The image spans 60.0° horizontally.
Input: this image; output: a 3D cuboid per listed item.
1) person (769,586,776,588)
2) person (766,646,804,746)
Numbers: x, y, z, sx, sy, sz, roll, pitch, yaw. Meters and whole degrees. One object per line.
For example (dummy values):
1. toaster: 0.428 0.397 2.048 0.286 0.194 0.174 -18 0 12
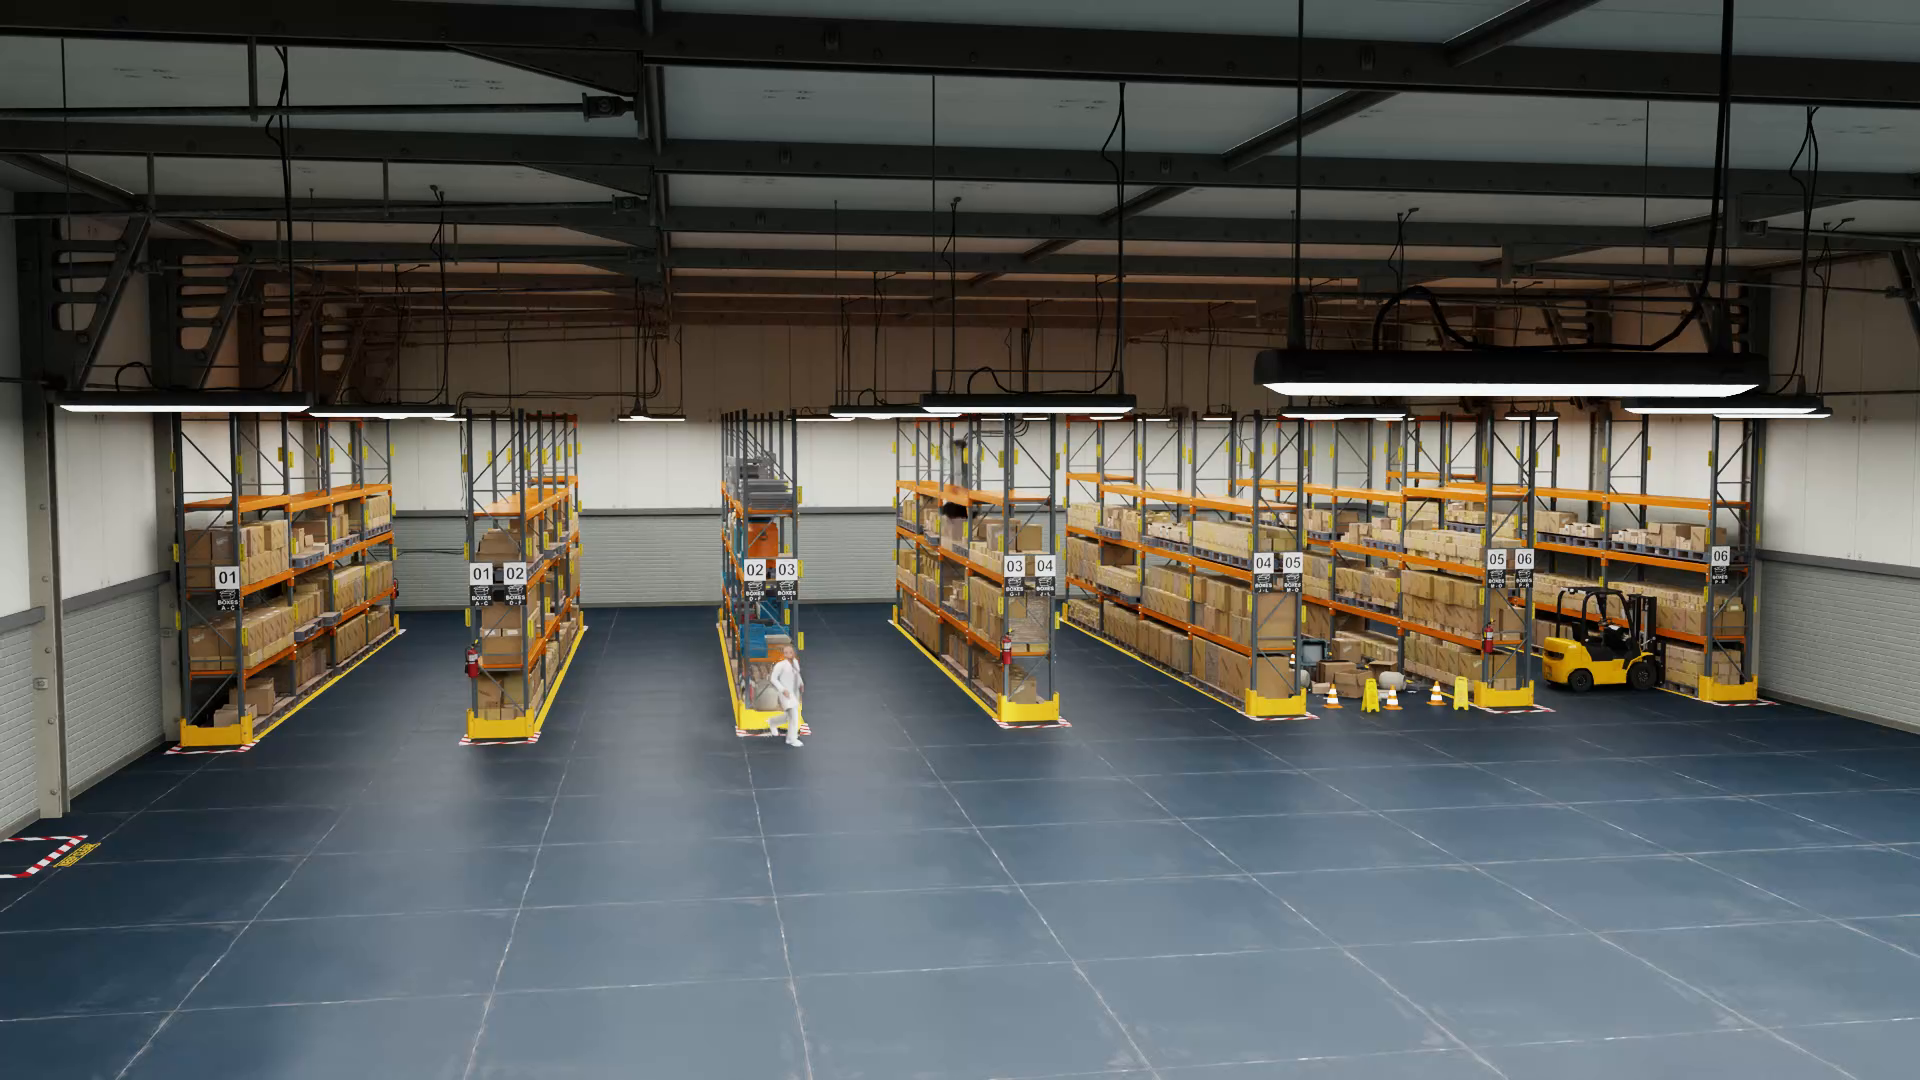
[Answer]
1. person: -5.483 1.450 48.774 0.912 1.778 0.670 0 4 0
2. person: -3.140 2.773 29.771 0.845 1.777 0.701 2 5 32
